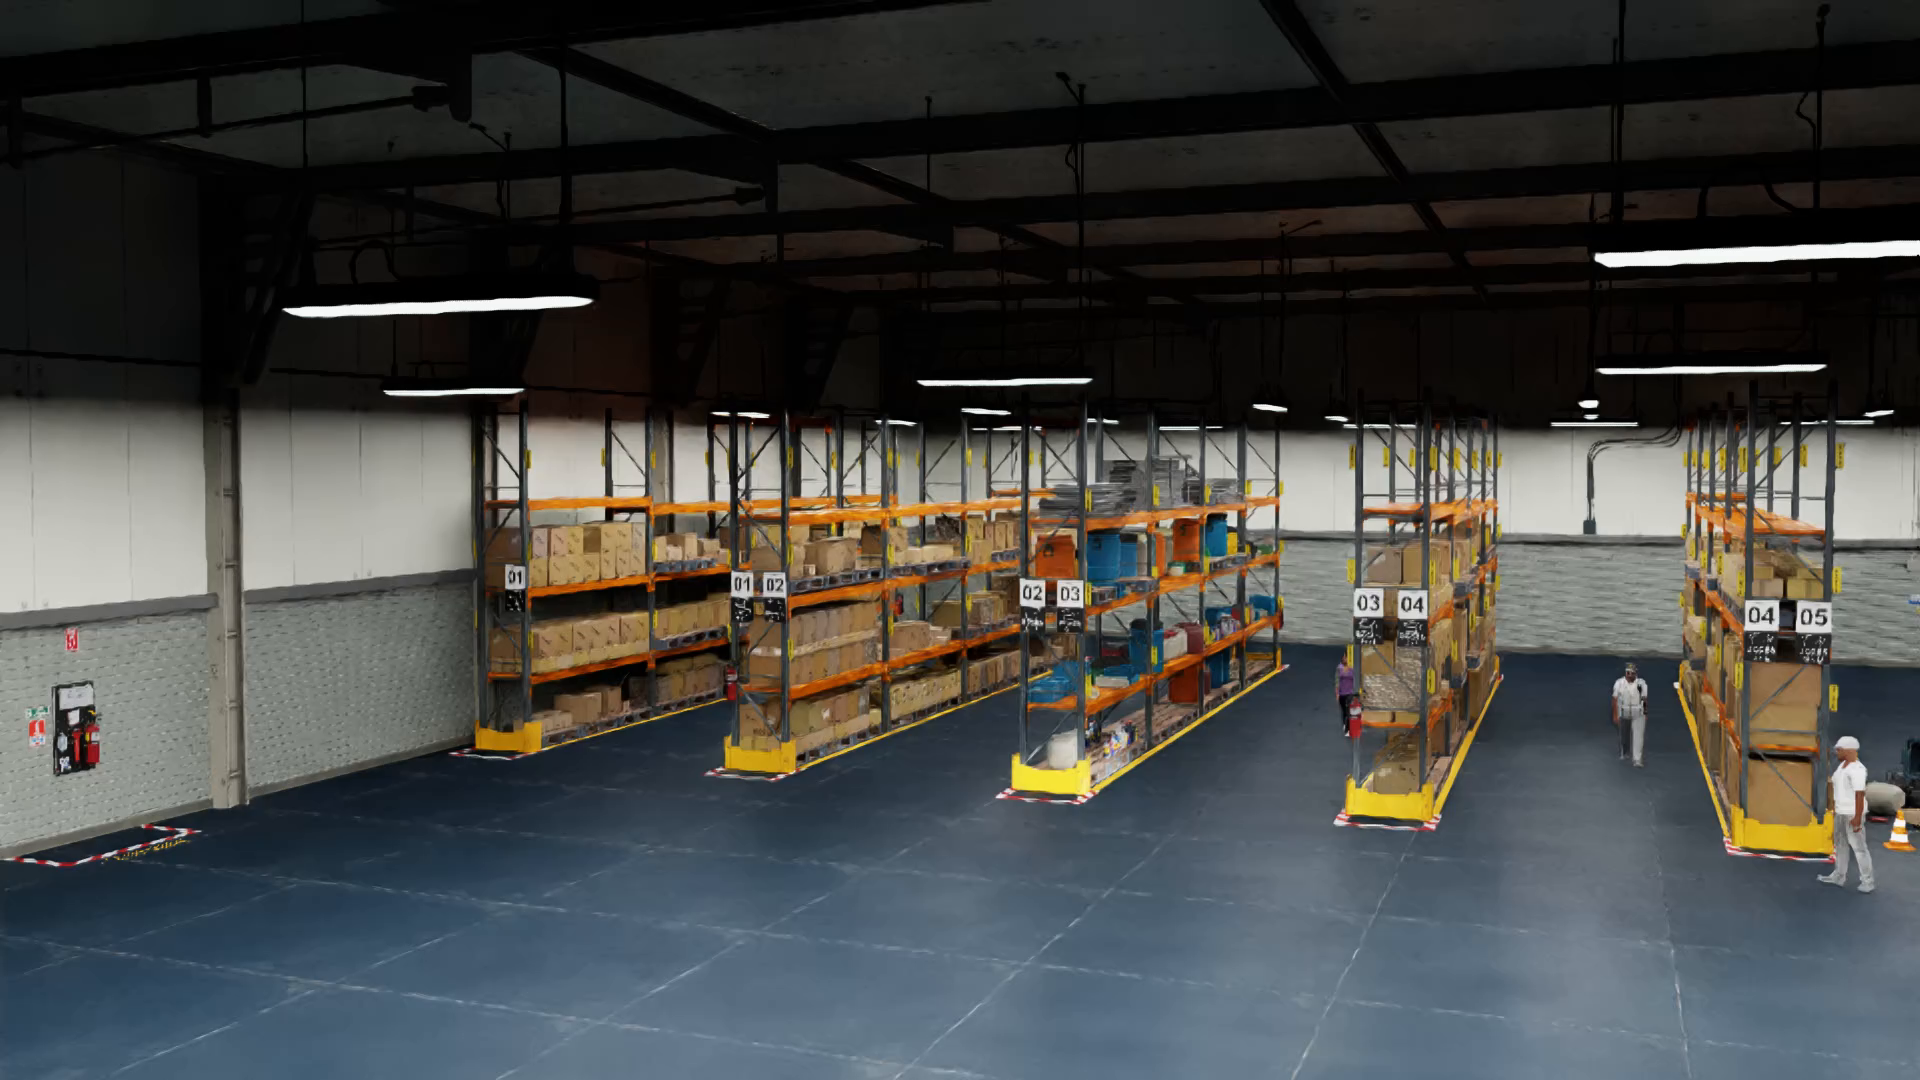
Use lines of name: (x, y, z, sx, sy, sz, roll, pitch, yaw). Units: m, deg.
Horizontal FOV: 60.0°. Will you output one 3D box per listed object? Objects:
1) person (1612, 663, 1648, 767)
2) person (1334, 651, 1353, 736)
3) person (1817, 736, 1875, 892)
person: (10.934, 2.825, 27.148, 0.542, 1.675, 1.126, 1, 3, 23)
person: (7.009, 2.760, 30.184, 0.417, 1.517, 1.037, 1, 3, 24)
person: (10.354, 3.170, 19.372, 0.506, 1.767, 0.657, 1, 3, 11)
